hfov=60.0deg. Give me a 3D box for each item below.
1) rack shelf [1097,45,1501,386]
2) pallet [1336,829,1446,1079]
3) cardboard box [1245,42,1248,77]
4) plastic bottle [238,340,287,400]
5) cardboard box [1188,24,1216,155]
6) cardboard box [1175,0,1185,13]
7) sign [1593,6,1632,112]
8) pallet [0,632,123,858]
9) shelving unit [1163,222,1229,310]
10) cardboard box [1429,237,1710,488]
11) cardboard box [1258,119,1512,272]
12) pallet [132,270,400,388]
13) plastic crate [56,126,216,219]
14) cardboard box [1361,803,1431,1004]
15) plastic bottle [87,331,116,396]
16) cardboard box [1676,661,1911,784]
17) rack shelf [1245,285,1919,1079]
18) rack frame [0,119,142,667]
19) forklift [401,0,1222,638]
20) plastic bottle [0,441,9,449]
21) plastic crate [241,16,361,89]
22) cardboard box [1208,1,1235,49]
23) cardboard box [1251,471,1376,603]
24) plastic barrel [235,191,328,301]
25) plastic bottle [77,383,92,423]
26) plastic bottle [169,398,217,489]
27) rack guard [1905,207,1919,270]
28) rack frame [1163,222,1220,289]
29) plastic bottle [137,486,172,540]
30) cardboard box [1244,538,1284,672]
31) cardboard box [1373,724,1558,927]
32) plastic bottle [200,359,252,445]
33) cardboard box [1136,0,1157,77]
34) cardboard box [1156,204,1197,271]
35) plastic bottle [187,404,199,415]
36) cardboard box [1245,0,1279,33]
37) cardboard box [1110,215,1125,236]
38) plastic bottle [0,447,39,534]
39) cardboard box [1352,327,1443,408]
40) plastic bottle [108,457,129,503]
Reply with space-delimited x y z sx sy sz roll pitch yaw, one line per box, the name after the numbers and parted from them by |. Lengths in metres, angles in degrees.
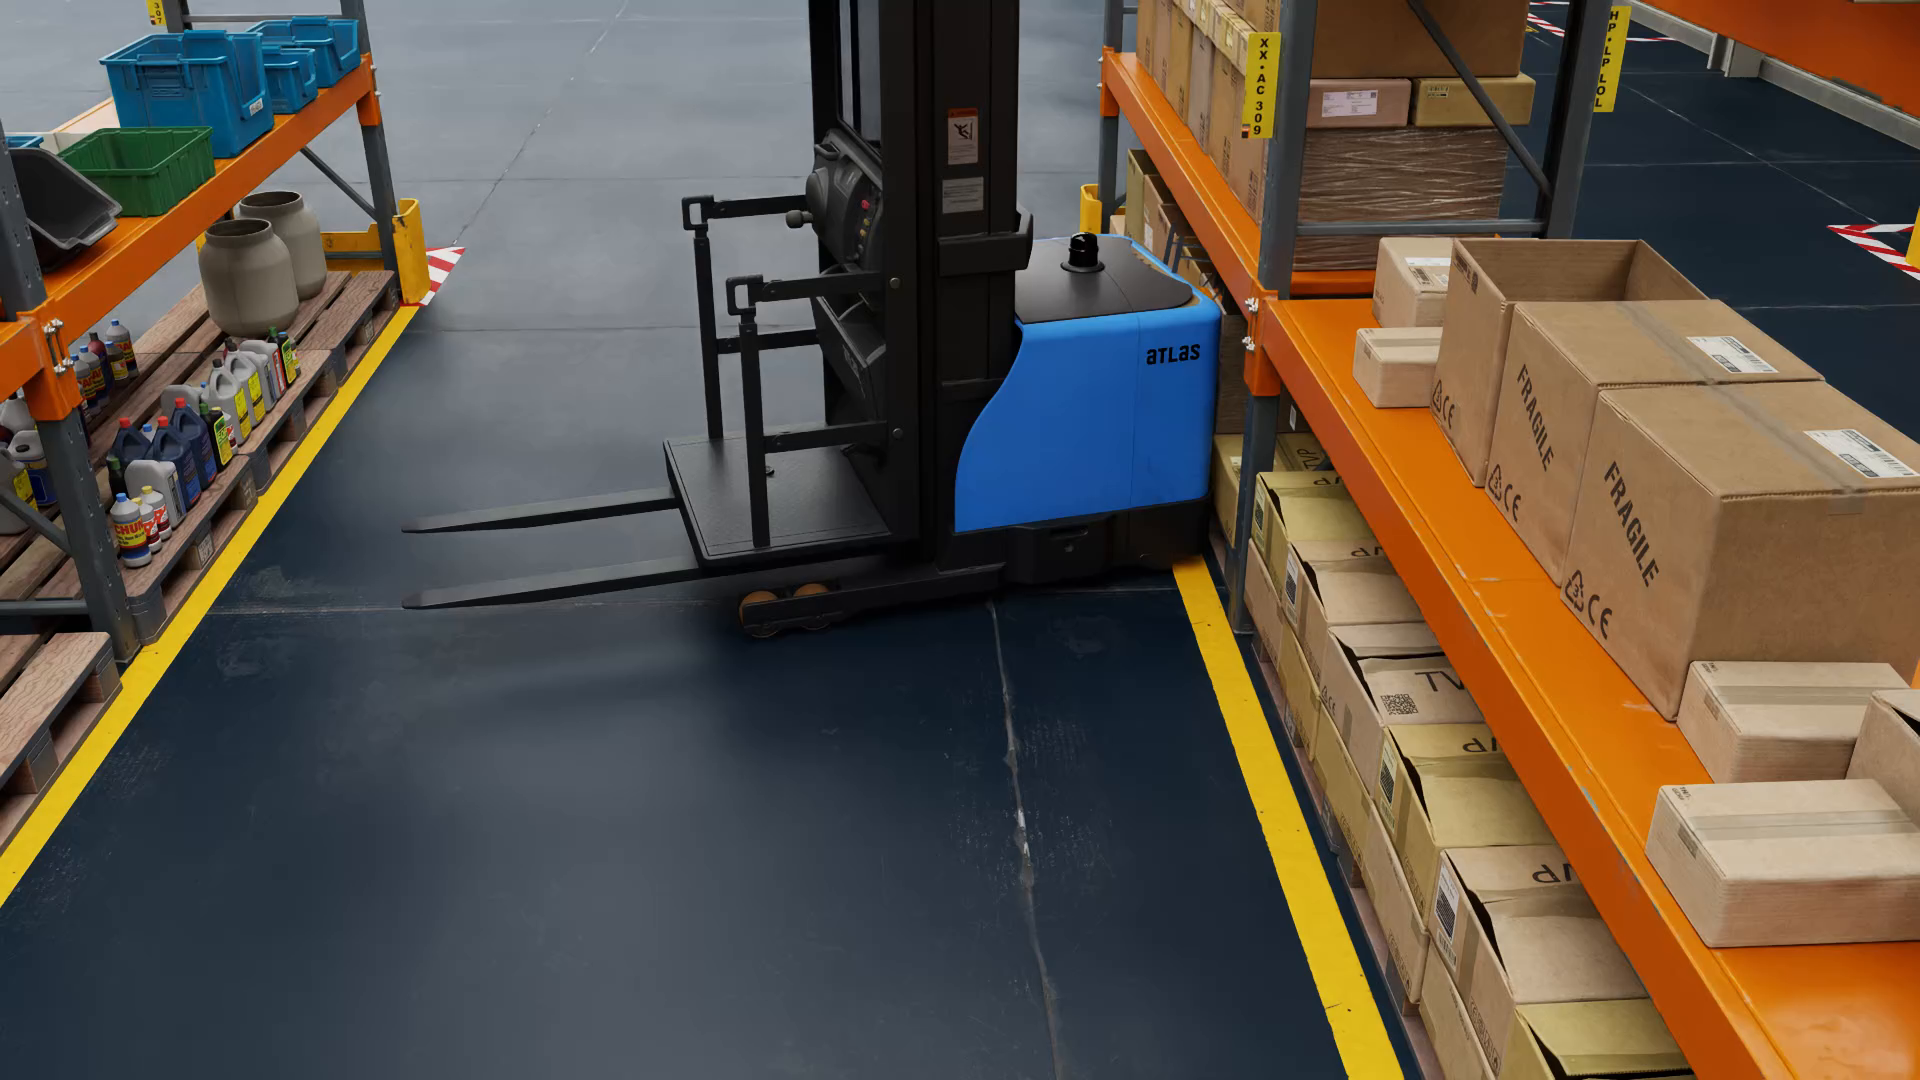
1.392 -1.622 7.395 1.077 0.370 4.000 -1 28 -3 | rack shelf
1.641 1.123 4.369 1.003 0.211 1.213 -1 28 -3 | pallet
1.242 -1.705 5.966 0.380 0.149 0.250 -2 28 -4 | cardboard box
-3.139 -0.780 7.471 0.152 0.276 0.135 -1 28 -2 | plastic bottle
1.383 -1.979 7.192 0.700 0.500 0.500 -1 28 -1 | cardboard box
1.163 -2.416 7.329 0.380 0.149 0.250 -2 28 -3 | cardboard box
2.038 -1.514 5.242 0.100 0.325 0.005 -1 28 -3 | sign
-3.370 0.698 5.183 1.003 0.211 1.213 -1 28 -3 | pallet
0.857 -0.656 6.691 0.258 1.200 0.189 7 26 -7 | shelving unit
1.548 -0.464 4.287 0.500 0.500 0.500 1 28 1 | cardboard box
1.467 -1.267 5.827 0.700 0.500 0.500 -2 28 -4 | cardboard box
-3.571 -1.102 8.634 1.003 0.211 1.213 -1 28 -3 | pallet
-3.239 -1.440 6.496 0.450 0.188 0.662 -1 28 -3 | plastic crate
1.351 0.918 4.266 0.500 0.250 0.500 -1 28 -2 | cardboard box
-3.882 -0.788 7.479 0.061 0.283 0.133 -1 28 -2 | plastic bottle
1.583 0.353 3.101 0.380 0.149 0.250 1 28 1 | cardboard box
1.601 0.225 3.853 1.077 0.370 4.000 -1 28 -3 | rack shelf
-3.450 -0.900 5.232 1.000 3.000 0.127 -1 28 -3 | rack frame
-0.598 -1.216 5.912 3.031 2.935 1.130 -8 29 -15 | forklift
-3.781 -0.300 6.469 0.144 0.351 0.185 -3 28 -5 | plastic bottle
-3.334 -2.457 8.379 0.499 0.251 0.616 -1 28 -3 | plastic crate
1.204 -2.057 6.640 0.380 0.149 0.250 -1 28 -1 | cardboard box
1.270 -0.037 5.489 0.500 0.311 0.500 -1 28 -2 | cardboard box
-3.548 -1.528 8.673 0.421 0.512 0.421 0 28 0 | plastic barrel
-3.847 -0.606 7.219 0.097 0.201 0.097 0 28 0 | plastic bottle
-3.088 -0.390 6.644 0.144 0.351 0.185 -3 28 -5 | plastic bottle
6.239 -1.843 9.743 1.175 0.500 0.348 -1 28 -3 | rack guard
0.853 -0.697 6.773 0.240 1.200 0.006 7 26 -7 | rack frame
-3.039 -0.106 6.260 0.097 0.201 0.097 0 28 0 | plastic bottle
1.270 0.207 5.628 0.500 0.250 0.500 -2 28 -4 | cardboard box
1.351 0.673 4.128 0.500 0.311 0.500 -1 28 -1 | cardboard box
-3.110 -0.587 7.020 0.144 0.351 0.185 -2 28 -3 | plastic bottle
1.300 -2.693 8.563 0.700 0.500 0.500 -1 28 -3 | cardboard box
1.169 -1.219 7.551 0.500 0.500 0.500 -1 28 -3 | cardboard box
-3.133 -0.422 6.791 0.097 0.271 0.097 0 28 0 | plastic bottle
1.440 -2.075 5.975 0.700 0.500 0.500 -1 28 -3 | cardboard box
1.094 -1.579 9.053 0.500 0.250 0.500 -1 28 -3 | cardboard box
-3.627 -0.214 6.306 0.144 0.351 0.185 -1 28 -3 | plastic bottle
1.339 -0.492 4.722 0.380 0.149 0.250 -1 28 -3 | cardboard box
-3.179 -0.194 6.340 0.061 0.283 0.133 -1 28 -3 | plastic bottle
